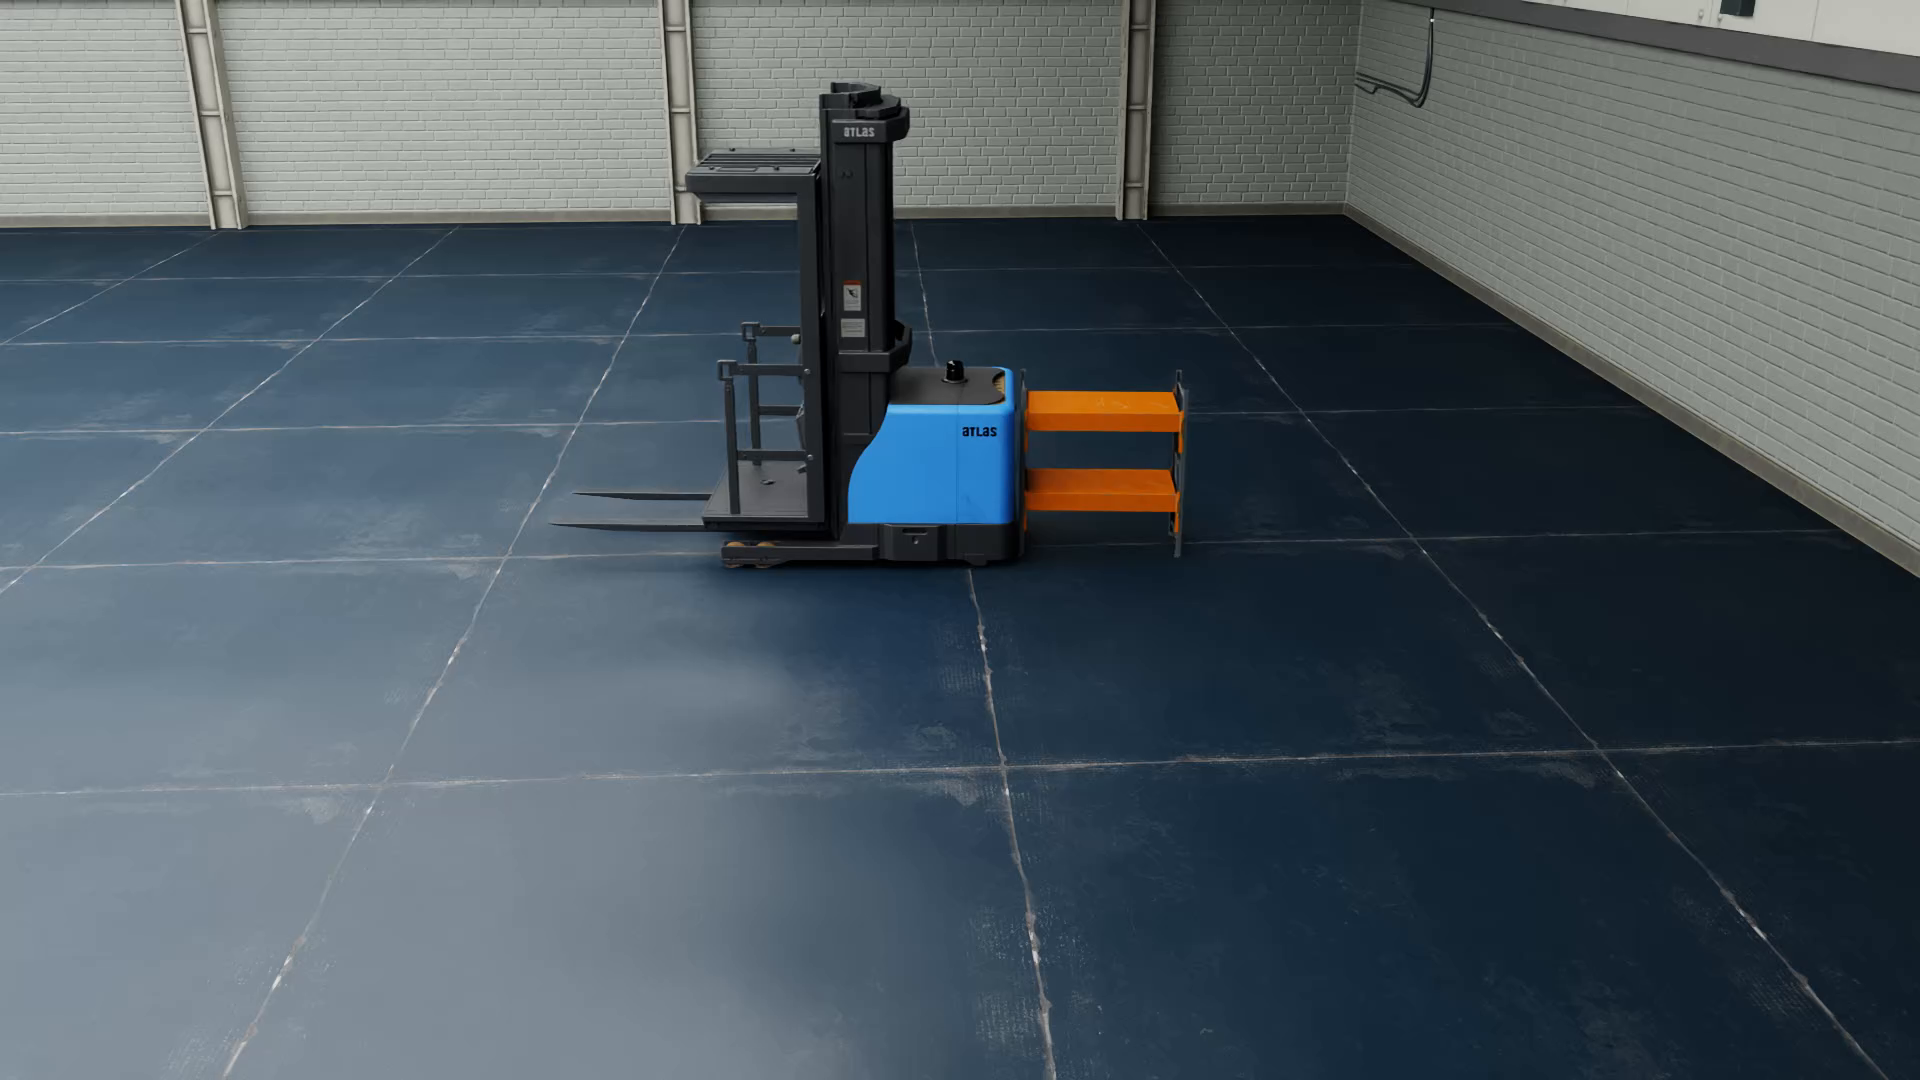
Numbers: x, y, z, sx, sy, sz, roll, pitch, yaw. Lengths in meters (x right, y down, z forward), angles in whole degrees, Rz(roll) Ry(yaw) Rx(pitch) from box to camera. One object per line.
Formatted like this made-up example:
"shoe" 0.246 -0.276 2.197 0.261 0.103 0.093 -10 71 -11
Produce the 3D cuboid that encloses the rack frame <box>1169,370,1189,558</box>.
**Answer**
"rack frame" 1.426 -0.498 10.847 0.032 1.125 0.500 1 21 1

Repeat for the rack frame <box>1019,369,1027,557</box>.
"rack frame" 0.410 -0.507 10.872 0.032 1.125 0.500 1 21 1

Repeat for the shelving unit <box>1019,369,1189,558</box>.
"shelving unit" 0.918 -0.502 10.860 1.048 1.125 0.538 1 21 1

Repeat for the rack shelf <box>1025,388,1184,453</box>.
"rack shelf" 0.918 -0.776 10.755 1.000 0.278 0.538 1 21 1

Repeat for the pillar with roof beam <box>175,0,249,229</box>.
"pillar with roof beam" -9.403 -6.817 16.380 0.400 9.000 9.100 -1 21 -3

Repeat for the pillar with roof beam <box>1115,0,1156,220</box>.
"pillar with roof beam" 2.577 -7.061 17.021 0.400 9.000 9.100 -1 21 -3

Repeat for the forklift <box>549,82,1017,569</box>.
"forklift" -1.147 -1.375 10.613 3.031 2.935 1.130 1 21 1

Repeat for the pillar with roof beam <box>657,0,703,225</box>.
"pillar with roof beam" -3.413 -6.939 16.700 0.400 9.000 9.100 -1 21 -3

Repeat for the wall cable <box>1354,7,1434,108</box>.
"wall cable" 5.348 -6.729 20.513 0.112 2.526 3.097 -1 21 -3

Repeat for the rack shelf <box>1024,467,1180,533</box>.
"rack shelf" 0.918 -0.274 10.947 1.000 0.278 0.538 1 21 1

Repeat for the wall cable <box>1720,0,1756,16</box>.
"wall cable" 5.874 -6.397 10.497 0.169 6.003 2.305 -1 21 -3
